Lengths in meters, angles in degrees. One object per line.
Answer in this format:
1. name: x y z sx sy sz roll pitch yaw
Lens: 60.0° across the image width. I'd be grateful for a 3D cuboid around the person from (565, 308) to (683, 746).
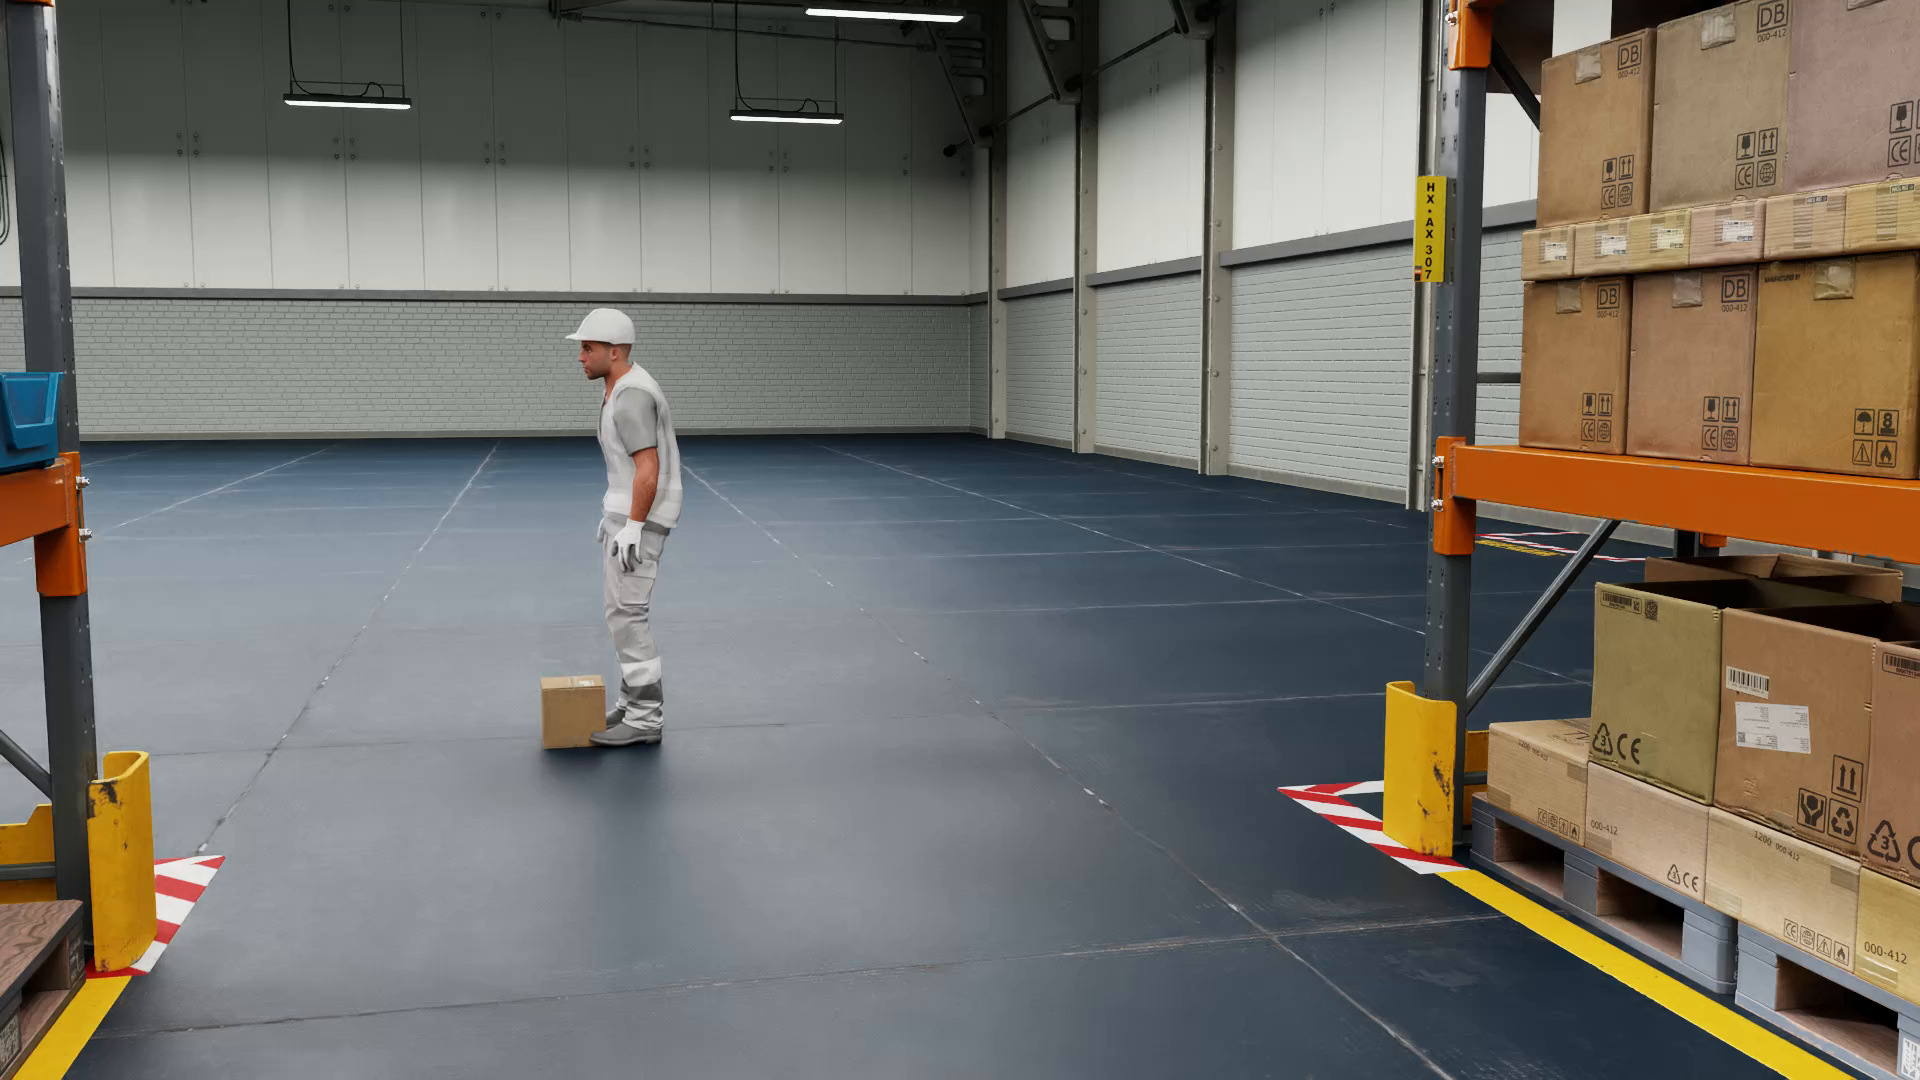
1. person: -1.379 -0.055 6.848 0.453 1.778 0.617 -2 6 -17
